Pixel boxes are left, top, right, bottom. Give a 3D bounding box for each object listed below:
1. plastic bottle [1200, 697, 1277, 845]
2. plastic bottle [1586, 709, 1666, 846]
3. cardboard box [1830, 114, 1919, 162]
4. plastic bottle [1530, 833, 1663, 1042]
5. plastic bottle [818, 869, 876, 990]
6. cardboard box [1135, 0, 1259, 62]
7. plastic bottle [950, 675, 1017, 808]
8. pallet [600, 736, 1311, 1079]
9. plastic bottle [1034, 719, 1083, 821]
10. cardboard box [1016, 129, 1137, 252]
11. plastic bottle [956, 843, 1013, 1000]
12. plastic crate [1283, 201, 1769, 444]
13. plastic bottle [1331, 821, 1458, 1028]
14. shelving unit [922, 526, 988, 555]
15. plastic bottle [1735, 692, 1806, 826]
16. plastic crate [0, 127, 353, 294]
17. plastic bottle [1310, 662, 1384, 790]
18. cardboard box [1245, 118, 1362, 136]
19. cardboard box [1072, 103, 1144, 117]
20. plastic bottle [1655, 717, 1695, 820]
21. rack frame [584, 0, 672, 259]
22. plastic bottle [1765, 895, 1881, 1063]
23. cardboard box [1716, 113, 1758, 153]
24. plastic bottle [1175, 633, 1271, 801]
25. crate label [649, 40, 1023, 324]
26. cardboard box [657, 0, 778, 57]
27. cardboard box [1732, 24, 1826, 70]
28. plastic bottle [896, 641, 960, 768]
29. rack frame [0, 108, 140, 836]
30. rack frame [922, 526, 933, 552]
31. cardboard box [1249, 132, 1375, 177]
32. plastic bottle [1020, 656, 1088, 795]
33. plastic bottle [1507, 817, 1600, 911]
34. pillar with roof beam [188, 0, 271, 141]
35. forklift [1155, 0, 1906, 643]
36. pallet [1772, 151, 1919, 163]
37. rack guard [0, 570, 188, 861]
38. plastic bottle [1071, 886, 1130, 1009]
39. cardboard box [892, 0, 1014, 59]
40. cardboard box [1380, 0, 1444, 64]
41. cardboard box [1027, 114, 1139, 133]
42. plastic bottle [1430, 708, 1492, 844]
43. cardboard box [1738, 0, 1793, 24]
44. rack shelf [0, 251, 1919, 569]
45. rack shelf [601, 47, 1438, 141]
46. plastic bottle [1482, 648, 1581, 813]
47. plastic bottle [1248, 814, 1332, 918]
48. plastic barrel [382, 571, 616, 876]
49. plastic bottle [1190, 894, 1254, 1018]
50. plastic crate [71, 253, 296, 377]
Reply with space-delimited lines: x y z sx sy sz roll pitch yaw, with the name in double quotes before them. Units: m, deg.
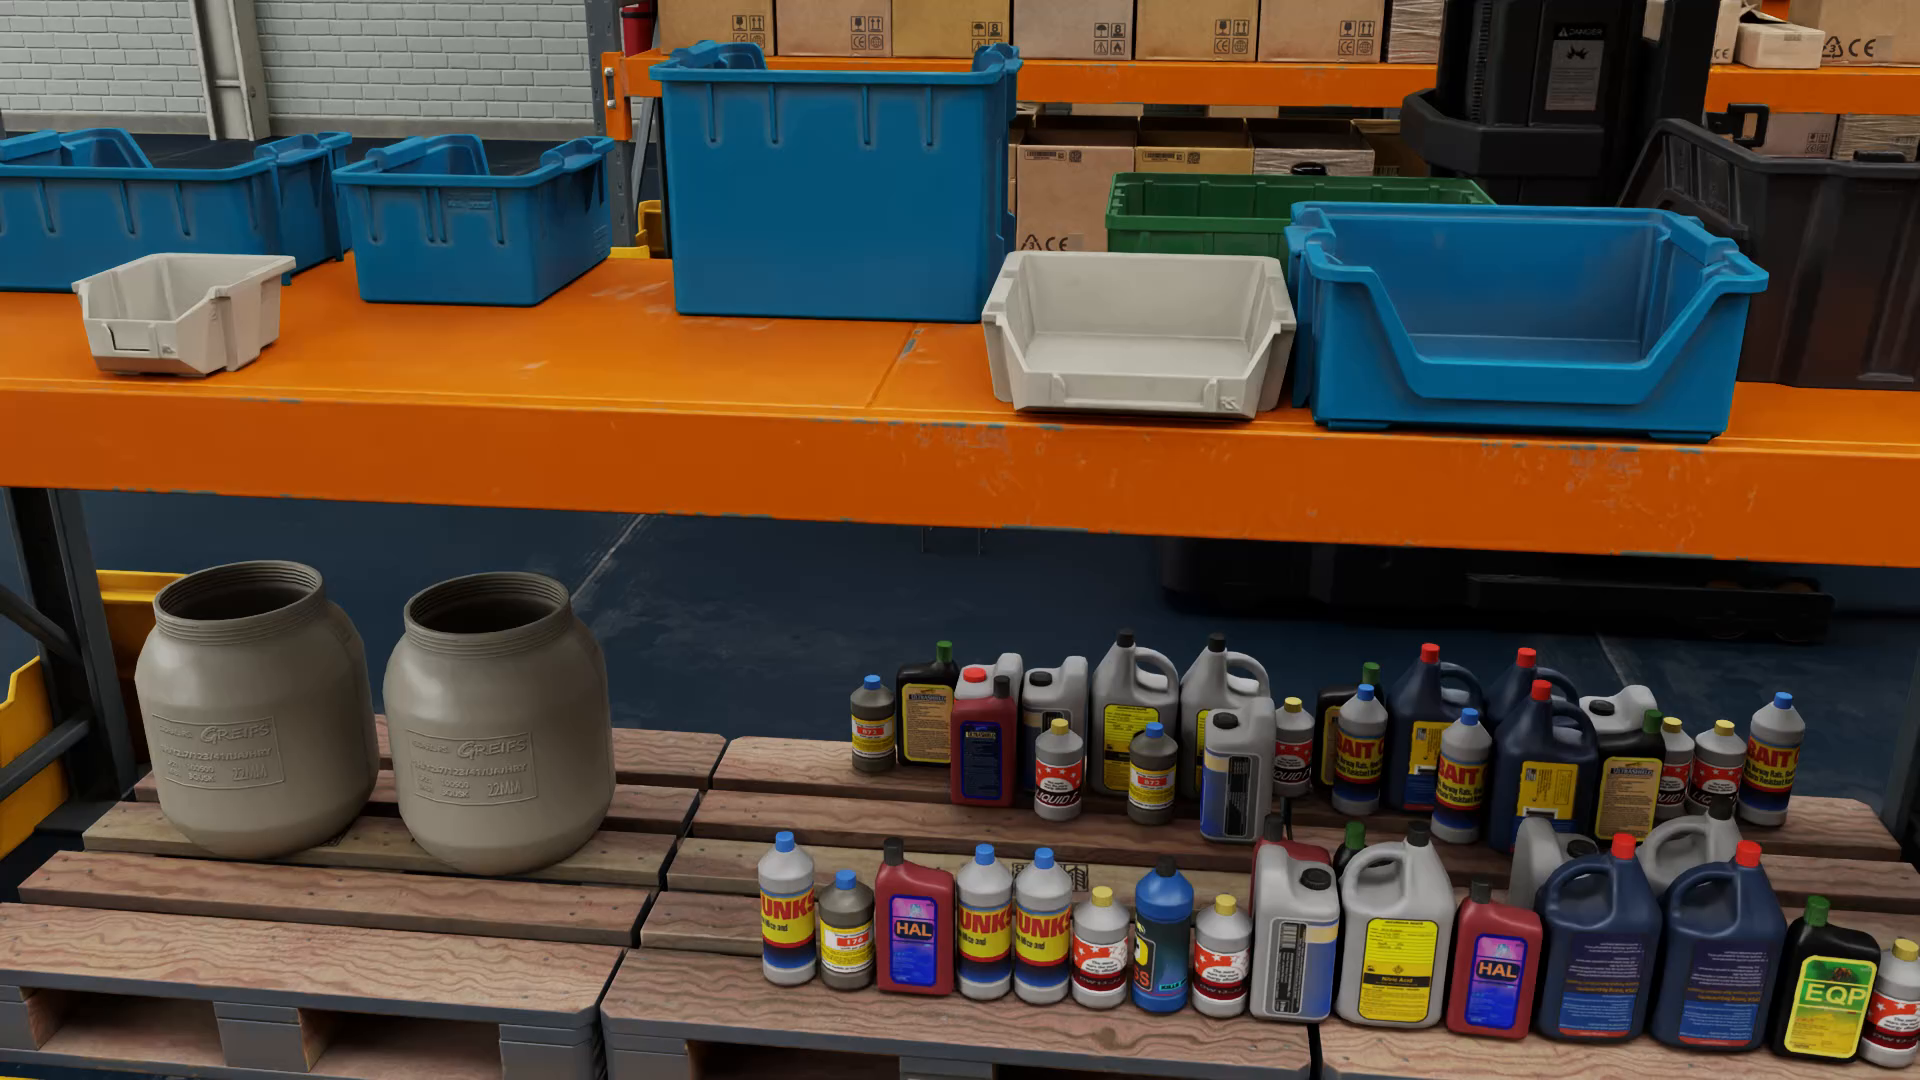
"plastic bottle" 0.555 0.450 3.327 0.135 0.276 0.152 2 22 6
"plastic bottle" 1.309 0.466 3.278 0.133 0.283 0.061 2 22 6
"cardboard box" 6.327 -2.952 11.629 0.500 0.500 0.700 3 22 7
"plastic bottle" 1.046 0.642 2.740 0.185 0.351 0.144 1 22 4
"plastic bottle" -0.196 0.666 2.882 0.097 0.201 0.097 0 22 0
"cardboard box" 1.033 -2.369 7.217 0.500 0.500 0.700 3 22 7
"plastic bottle" 0.048 0.411 3.417 0.133 0.283 0.061 2 22 6
"pallet" 0.033 0.747 3.264 1.213 0.211 1.003 2 22 6
"plastic bottle" 0.202 0.462 3.398 0.097 0.201 0.097 0 22 0
"cardboard box" 0.520 -1.530 7.380 0.500 0.500 0.500 2 22 6
"plastic bottle" 0.042 0.644 2.843 0.097 0.271 0.097 0 22 0
"plastic crate" 0.779 -0.334 2.406 0.616 0.251 0.499 2 22 6
"plastic bottle" 0.725 0.628 2.775 0.185 0.351 0.144 2 22 6
"shelving unit" -0.014 -0.559 5.221 0.189 1.200 0.258 2 22 6
"plastic bottle" 1.645 0.436 3.369 0.097 0.271 0.097 0 22 0
"plastic crate" -1.530 -0.645 3.195 0.616 0.251 0.499 2 22 6
"plastic bottle" 0.811 0.388 3.476 0.133 0.283 0.061 3 22 9
"cardboard box" 1.575 -1.681 7.760 0.500 0.500 0.500 2 22 6
"cardboard box" 1.069 -3.149 12.126 0.500 0.500 0.700 1 22 3
"plastic bottle" 1.443 0.460 3.404 0.097 0.201 0.097 0 22 0
"rack frame" -1.476 -2.435 7.520 0.127 3.000 1.000 2 22 6
"plastic bottle" 1.393 0.704 2.675 0.133 0.283 0.061 4 22 9
"cardboard box" 5.332 -3.028 11.821 0.500 0.500 0.700 2 22 6
"plastic bottle" 0.548 0.360 3.453 0.185 0.351 0.144 2 22 6
"crate label" -0.203 -0.663 2.988 0.616 0.435 0.502 2 22 6
"cardboard box" -1.014 -2.457 7.439 0.500 0.500 0.700 3 22 6
"cardboard box" 3.352 -2.033 6.843 0.250 0.149 0.380 2 22 6
"plastic bottle" -0.069 0.349 3.572 0.133 0.283 0.061 3 22 8
"rack frame" -2.062 -0.627 2.946 0.127 3.000 1.000 2 22 6
"rack frame" -0.105 -0.563 5.231 0.006 1.200 0.240 2 22 6
"cardboard box" 1.515 -1.494 7.287 0.500 0.500 0.500 2 22 6
"plastic bottle" 0.198 0.381 3.502 0.135 0.276 0.152 2 22 5
"plastic bottle" 1.038 0.622 2.893 0.135 0.276 0.152 2 22 6
"pillar with roof beam" -6.564 -6.007 8.395 0.400 9.000 9.100 2 22 6
"forklift" 2.135 -1.279 4.688 3.031 2.935 1.130 2 22 5
"pallet" 6.272 -2.636 11.819 1.213 0.211 1.003 2 22 6
"rack guard" -1.981 0.522 3.441 0.348 0.500 1.175 2 22 6
"plastic bottle" 0.240 0.685 2.834 0.097 0.201 0.097 0 22 0
"cardboard box" 0.001 -2.412 7.326 0.500 0.500 0.700 3 22 7
"cardboard box" 2.055 -2.326 7.107 0.500 0.500 0.700 2 22 5
"cardboard box" 0.583 -1.726 7.875 0.500 0.500 0.500 2 22 6
"plastic bottle" 0.999 0.462 3.305 0.097 0.271 0.097 0 22 0
"cardboard box" 3.391 -2.229 7.180 0.258 0.266 0.396 2 22 5
"rack shelf" -0.076 -0.206 2.859 4.000 0.370 1.077 2 22 6
"rack shelf" 0.510 -2.014 7.433 4.000 0.370 1.077 2 22 6
"plastic bottle" 1.157 0.387 3.386 0.185 0.351 0.144 3 22 8
"plastic bottle" 0.576 0.612 2.907 0.133 0.283 0.061 2 22 6
"plastic barrel" -0.902 0.357 3.270 0.421 0.512 0.421 0 22 0
"plastic bottle" 0.444 0.694 2.812 0.097 0.201 0.097 0 22 0
"plastic crate" -1.211 -0.348 2.599 0.250 0.136 0.298 2 22 6
